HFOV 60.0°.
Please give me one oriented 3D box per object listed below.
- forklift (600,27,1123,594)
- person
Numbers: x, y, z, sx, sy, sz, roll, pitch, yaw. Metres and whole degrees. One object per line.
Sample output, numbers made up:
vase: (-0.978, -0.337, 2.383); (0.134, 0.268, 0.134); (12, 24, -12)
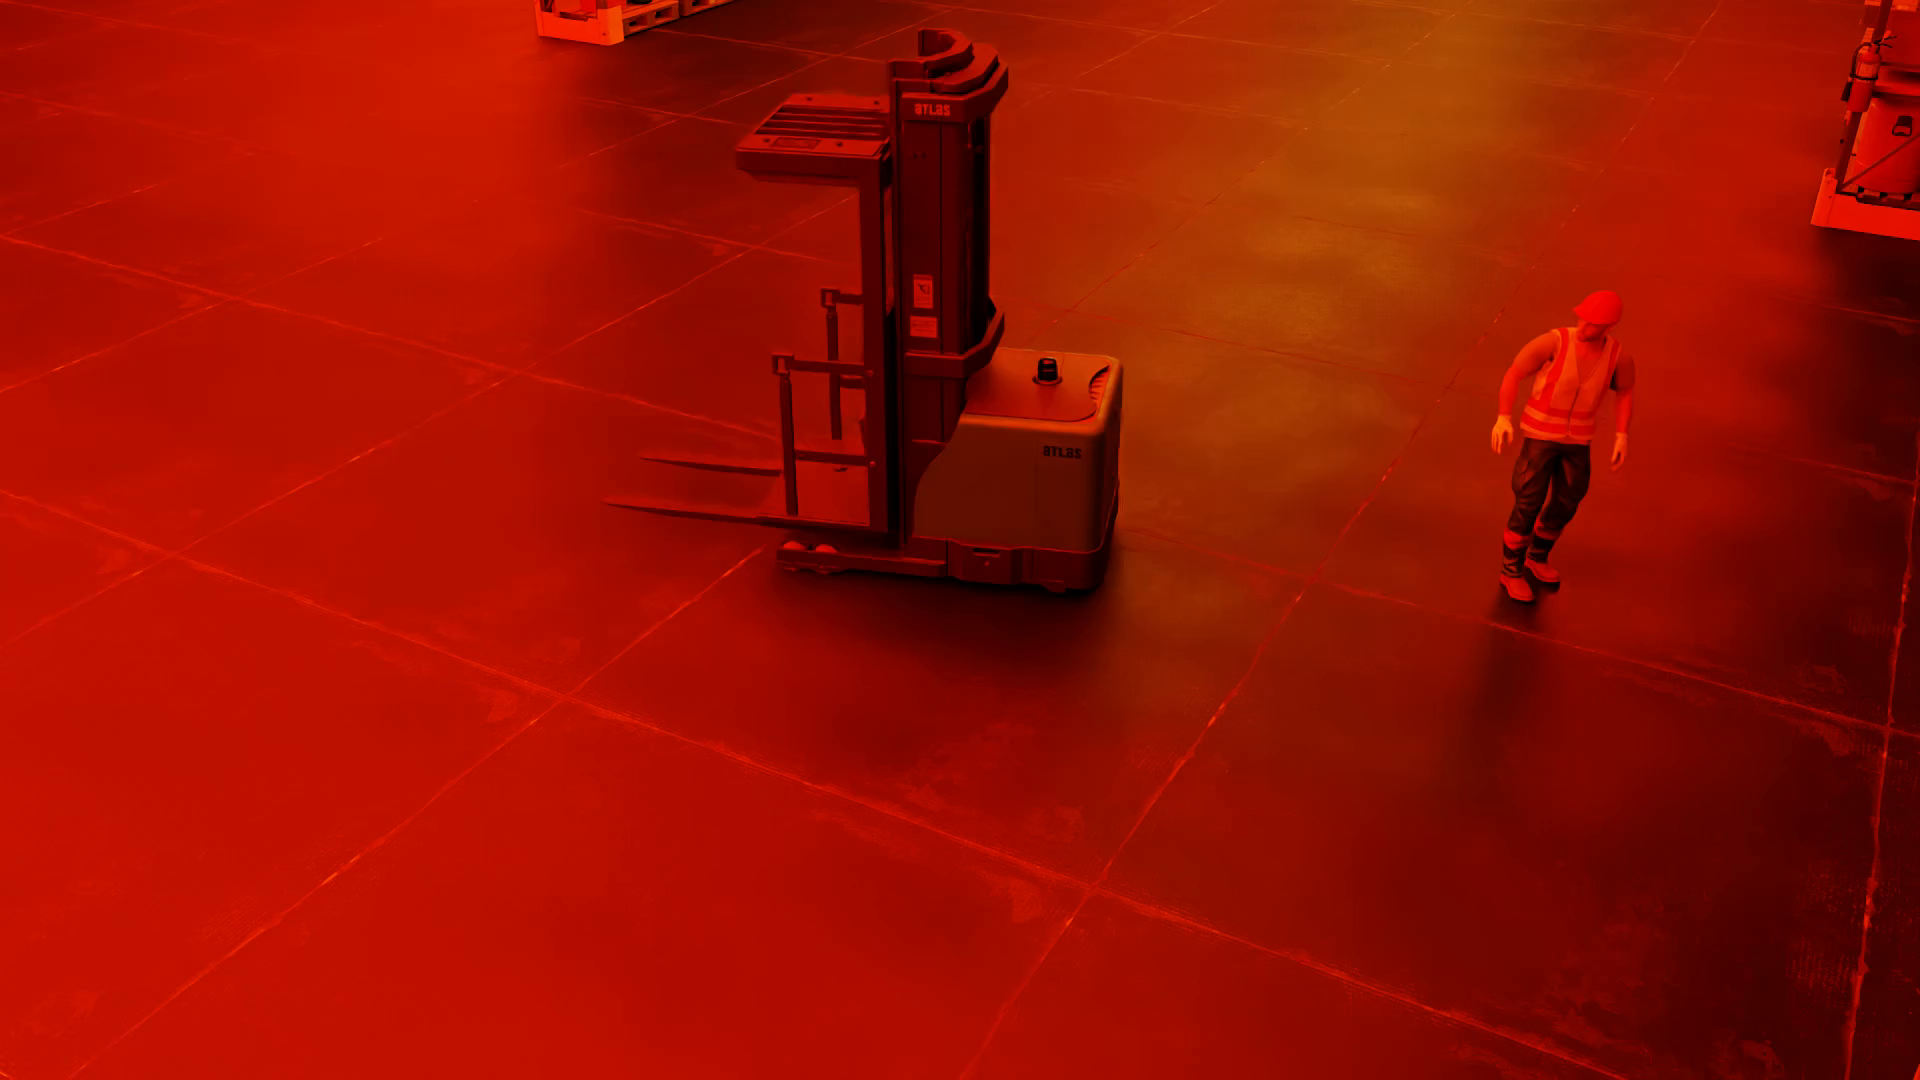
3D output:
forklift: (-0.606, -1.323, 9.363); (3.031, 2.935, 1.130); (6, 30, 10)
person: (3.316, -0.524, 9.139); (0.757, 1.772, 0.512); (-1, 30, -2)
